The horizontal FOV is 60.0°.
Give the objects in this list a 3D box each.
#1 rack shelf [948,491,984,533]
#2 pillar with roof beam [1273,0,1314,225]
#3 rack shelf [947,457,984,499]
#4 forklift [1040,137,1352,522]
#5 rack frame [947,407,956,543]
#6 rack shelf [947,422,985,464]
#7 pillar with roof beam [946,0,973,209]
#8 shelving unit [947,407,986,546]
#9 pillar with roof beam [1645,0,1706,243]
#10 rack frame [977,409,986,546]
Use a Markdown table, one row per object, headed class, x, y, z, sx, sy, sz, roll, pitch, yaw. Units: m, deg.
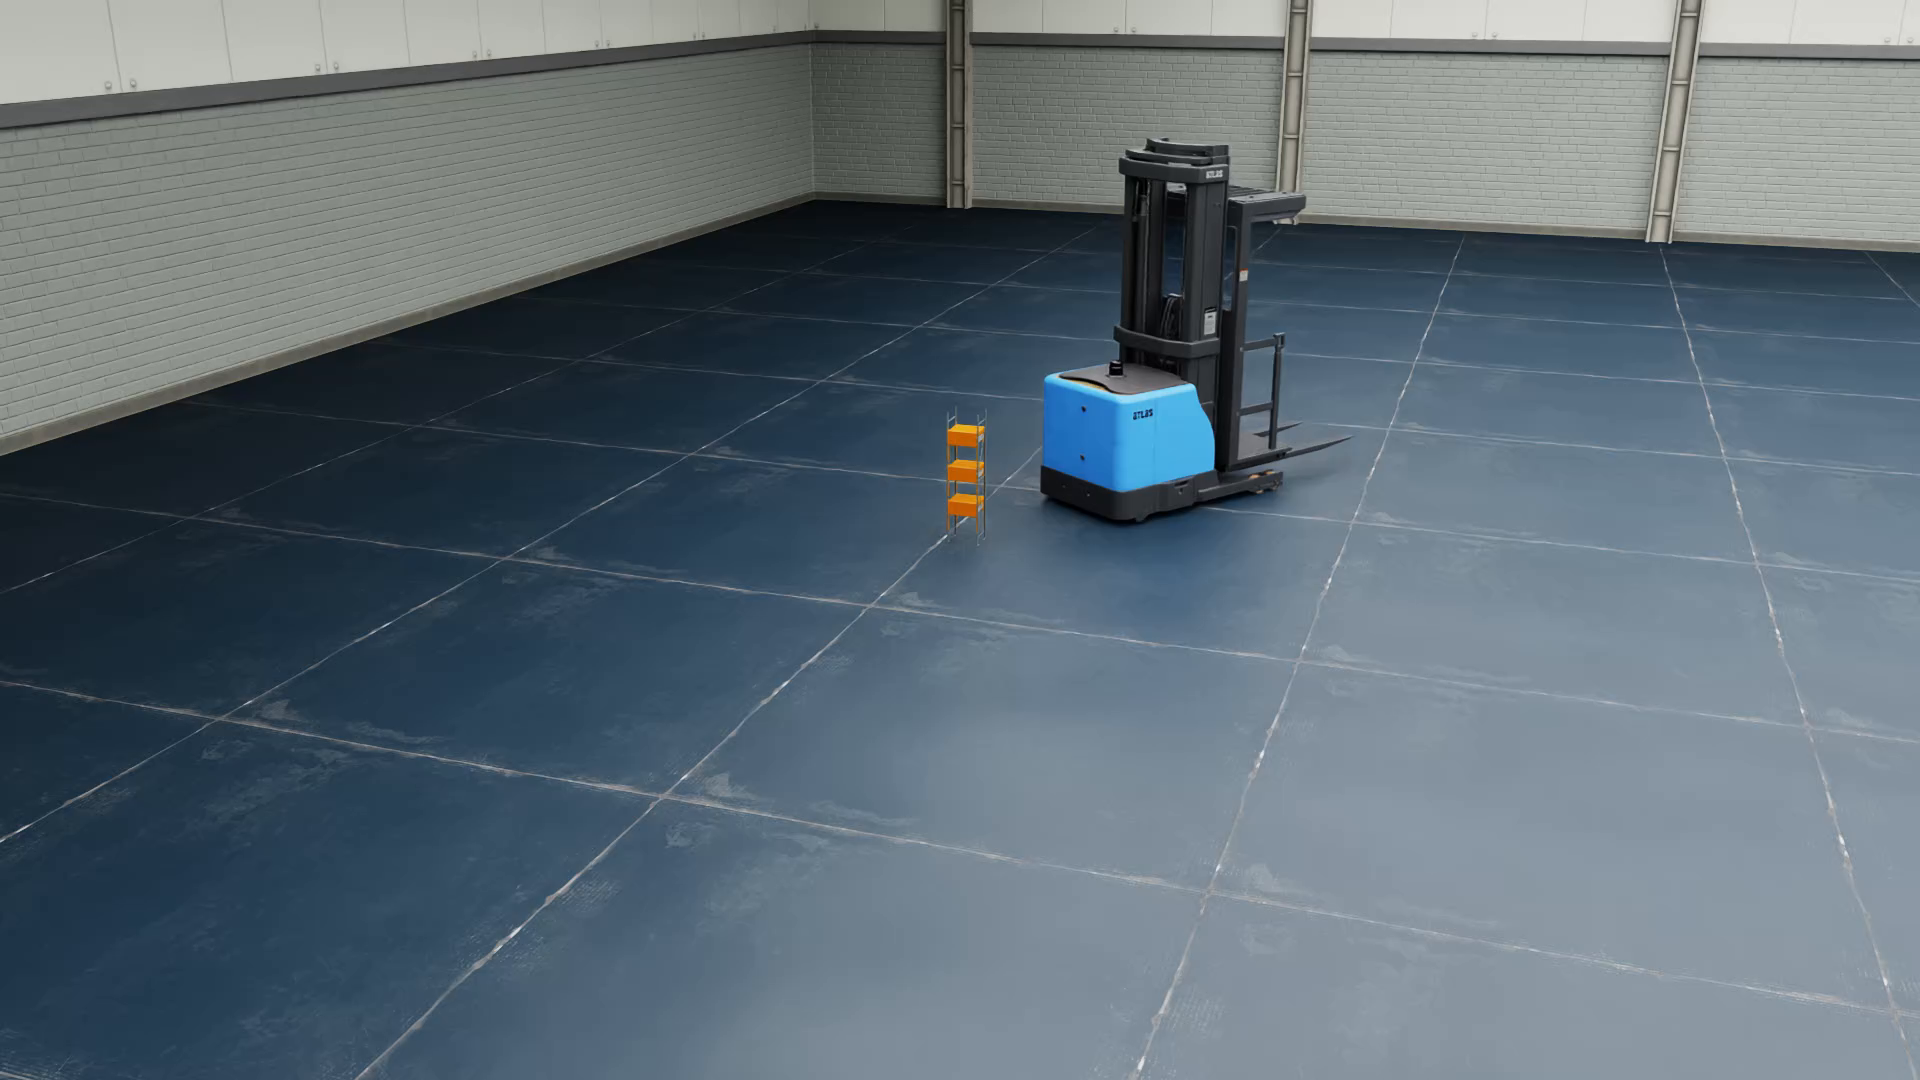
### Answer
| class | x | y | z | sx | sy | sz | roll | pitch | yaw |
| --- | --- | --- | --- | --- | --- | --- | --- | --- | --- |
| rack shelf | 0.051 | -0.218 | 12.982 | 0.240 | 0.259 | 0.215 | 7 | 20 | 18 |
| pillar with roof beam | 4.248 | -8.407 | 23.524 | 0.400 | 9.000 | 9.100 | 7 | 20 | 18 |
| rack shelf | 0.051 | -0.480 | 12.890 | 0.240 | 0.259 | 0.215 | 7 | 20 | 18 |
| forklift | 2.158 | -1.898 | 14.069 | 3.031 | 2.935 | 1.130 | -14 | 24 | -35 |
| rack frame | -0.065 | -0.503 | 12.925 | 0.008 | 1.050 | 0.200 | 7 | 20 | 18 |
| rack shelf | 0.051 | -0.748 | 12.797 | 0.240 | 0.259 | 0.215 | 7 | 20 | 18 |
| pillar with roof beam | -1.420 | -9.055 | 25.383 | 0.400 | 9.000 | 9.100 | 7 | 20 | 18 |
| shelving unit | 0.051 | -0.490 | 12.887 | 0.252 | 1.050 | 0.215 | 7 | 20 | 18 |
| pillar with roof beam | 9.916 | -7.759 | 21.665 | 0.400 | 9.000 | 9.100 | 7 | 20 | 18 |
| rack frame | 0.166 | -0.477 | 12.849 | 0.008 | 1.050 | 0.200 | 7 | 20 | 18 |
